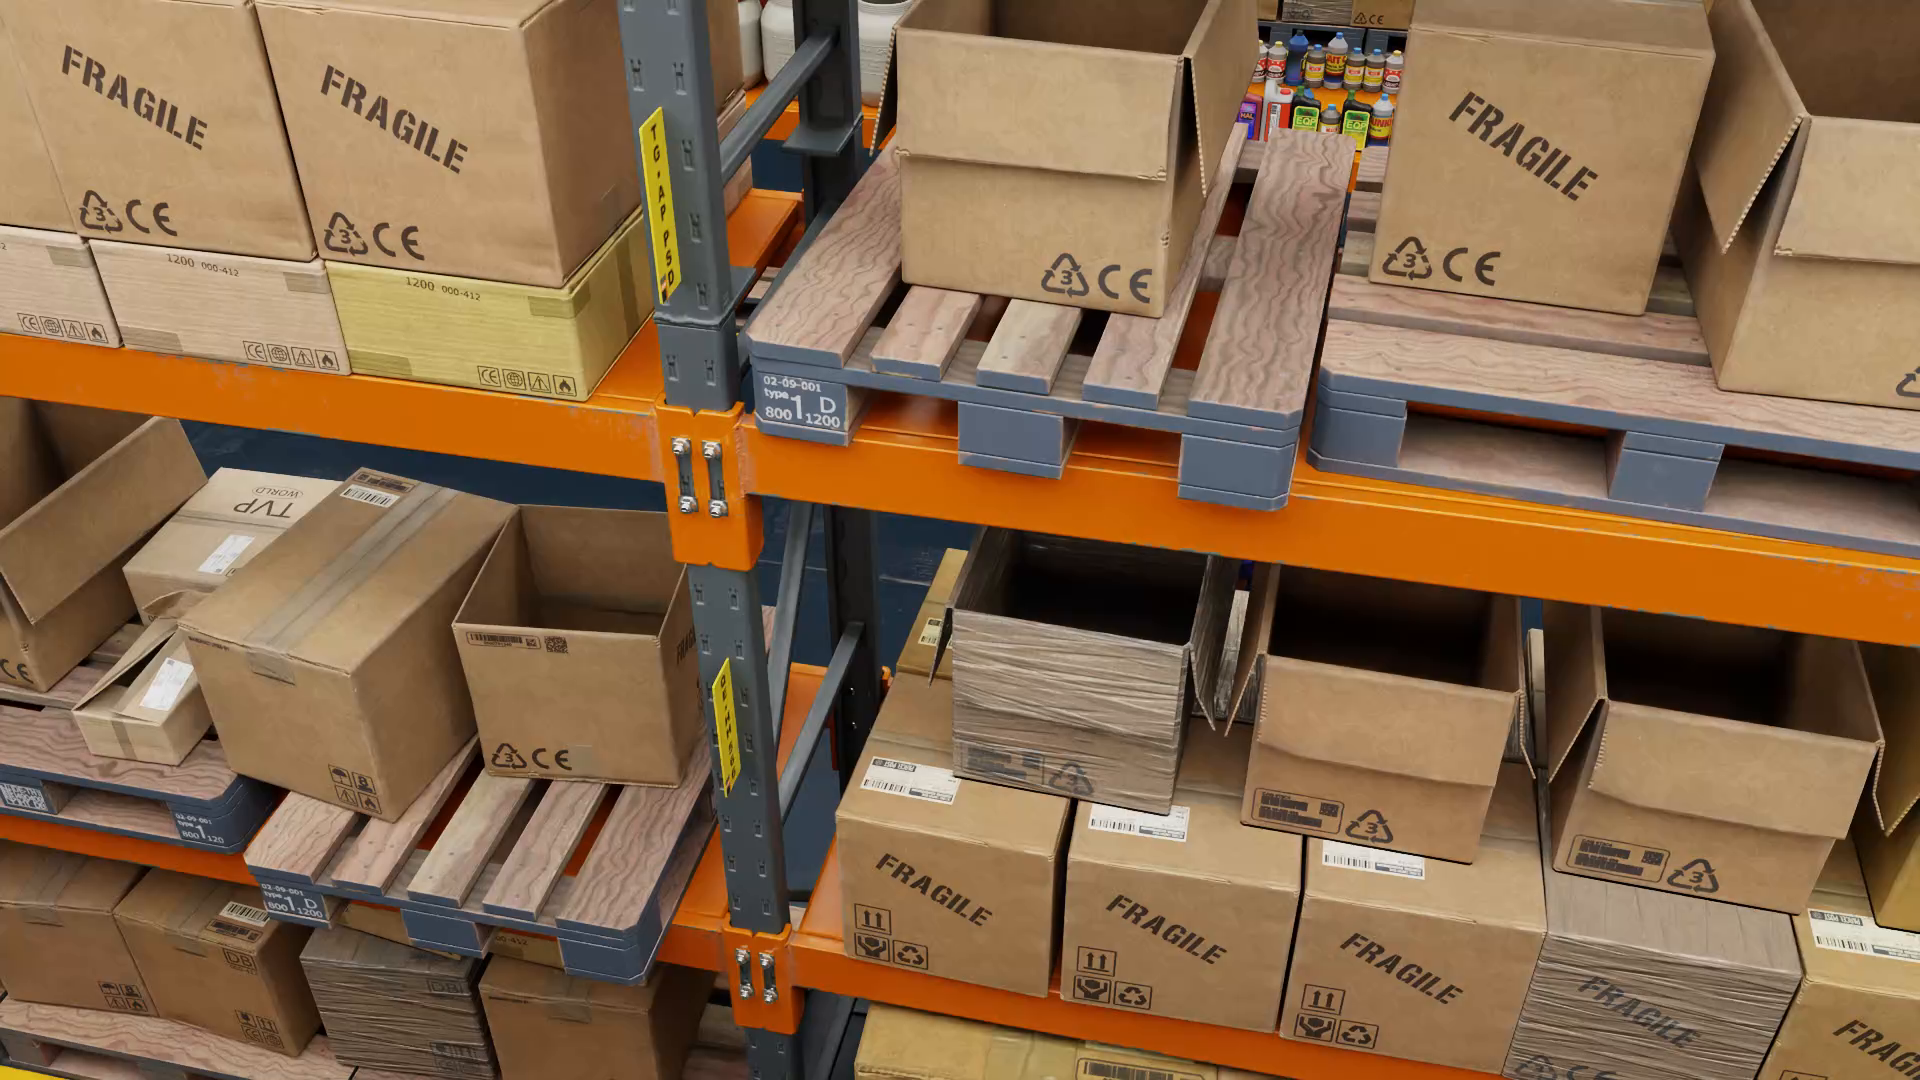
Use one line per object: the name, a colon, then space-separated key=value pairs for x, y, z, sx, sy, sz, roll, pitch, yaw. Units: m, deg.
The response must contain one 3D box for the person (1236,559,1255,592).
person: x=0.987 y=0.256 z=5.819 sx=0.312 sy=1.661 sz=0.437 roll=10 pitch=38 yaw=13
